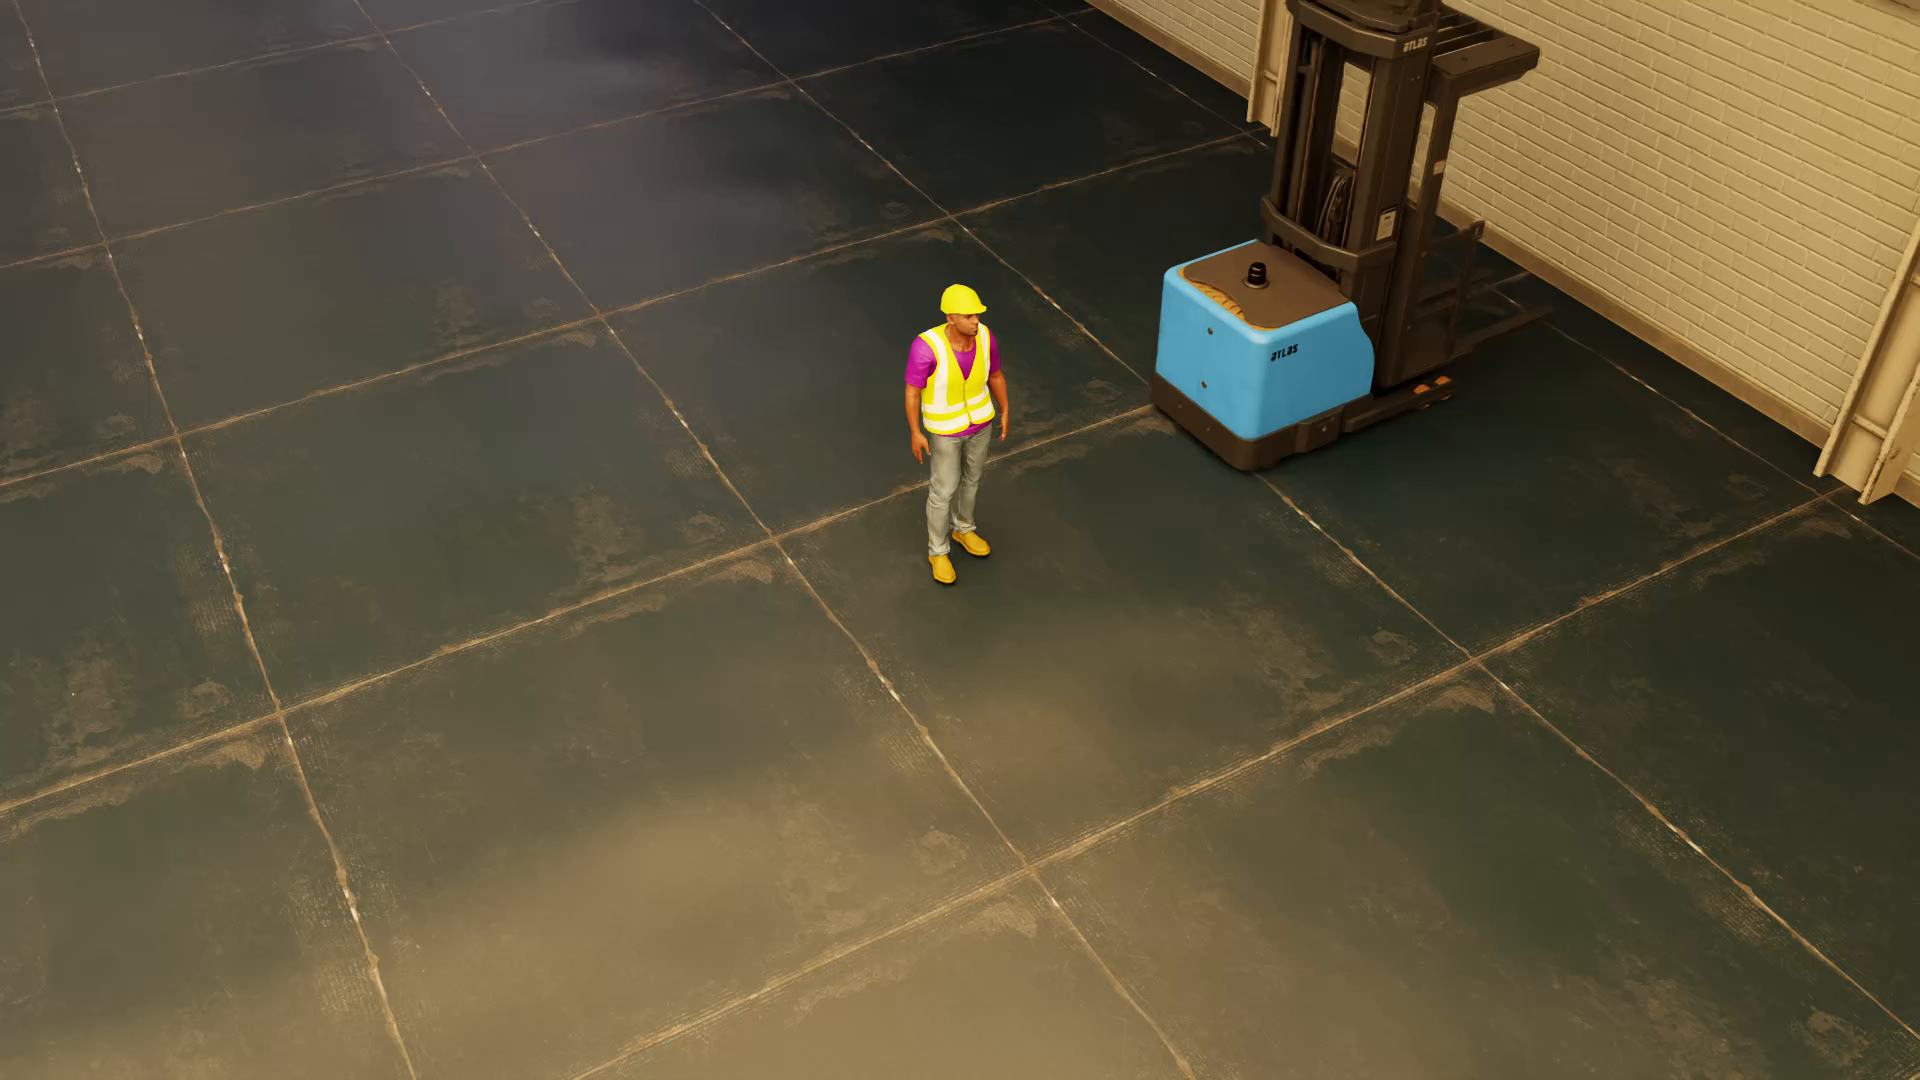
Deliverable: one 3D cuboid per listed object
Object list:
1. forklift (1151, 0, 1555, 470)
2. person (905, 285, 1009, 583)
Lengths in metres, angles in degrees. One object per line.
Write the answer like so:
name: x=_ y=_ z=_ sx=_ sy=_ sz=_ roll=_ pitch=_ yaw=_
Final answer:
forklift: x=2.829 y=-2.291 z=10.798 sx=3.031 sy=2.935 sz=1.130 roll=-22 pitch=44 yaw=-24
person: x=0.029 y=-0.643 z=9.717 sx=0.666 sy=1.759 sz=0.577 roll=-20 pitch=44 yaw=-23
